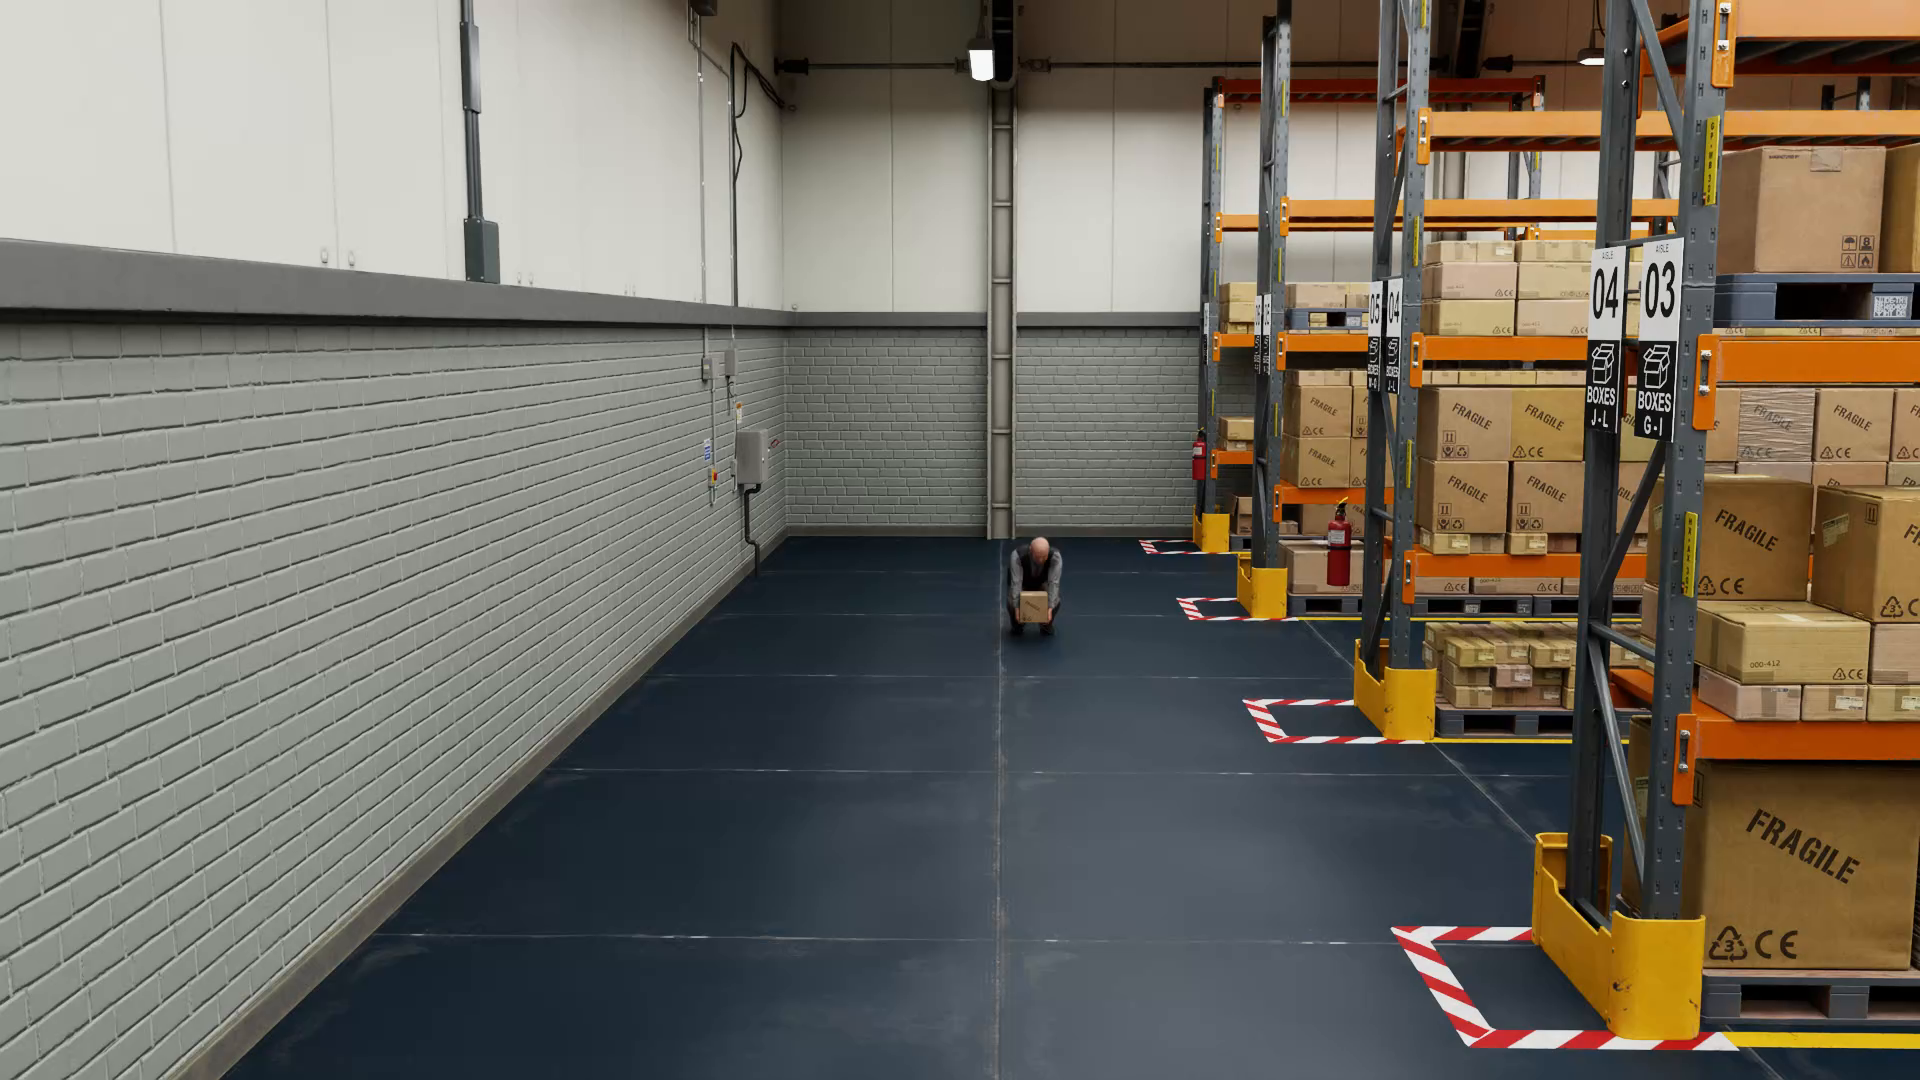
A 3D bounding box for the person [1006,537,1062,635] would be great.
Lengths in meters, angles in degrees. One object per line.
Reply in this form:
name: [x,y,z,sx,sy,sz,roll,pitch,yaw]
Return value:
person: [0.690,0.425,15.585,0.516,0.963,0.876,0,7,0]
